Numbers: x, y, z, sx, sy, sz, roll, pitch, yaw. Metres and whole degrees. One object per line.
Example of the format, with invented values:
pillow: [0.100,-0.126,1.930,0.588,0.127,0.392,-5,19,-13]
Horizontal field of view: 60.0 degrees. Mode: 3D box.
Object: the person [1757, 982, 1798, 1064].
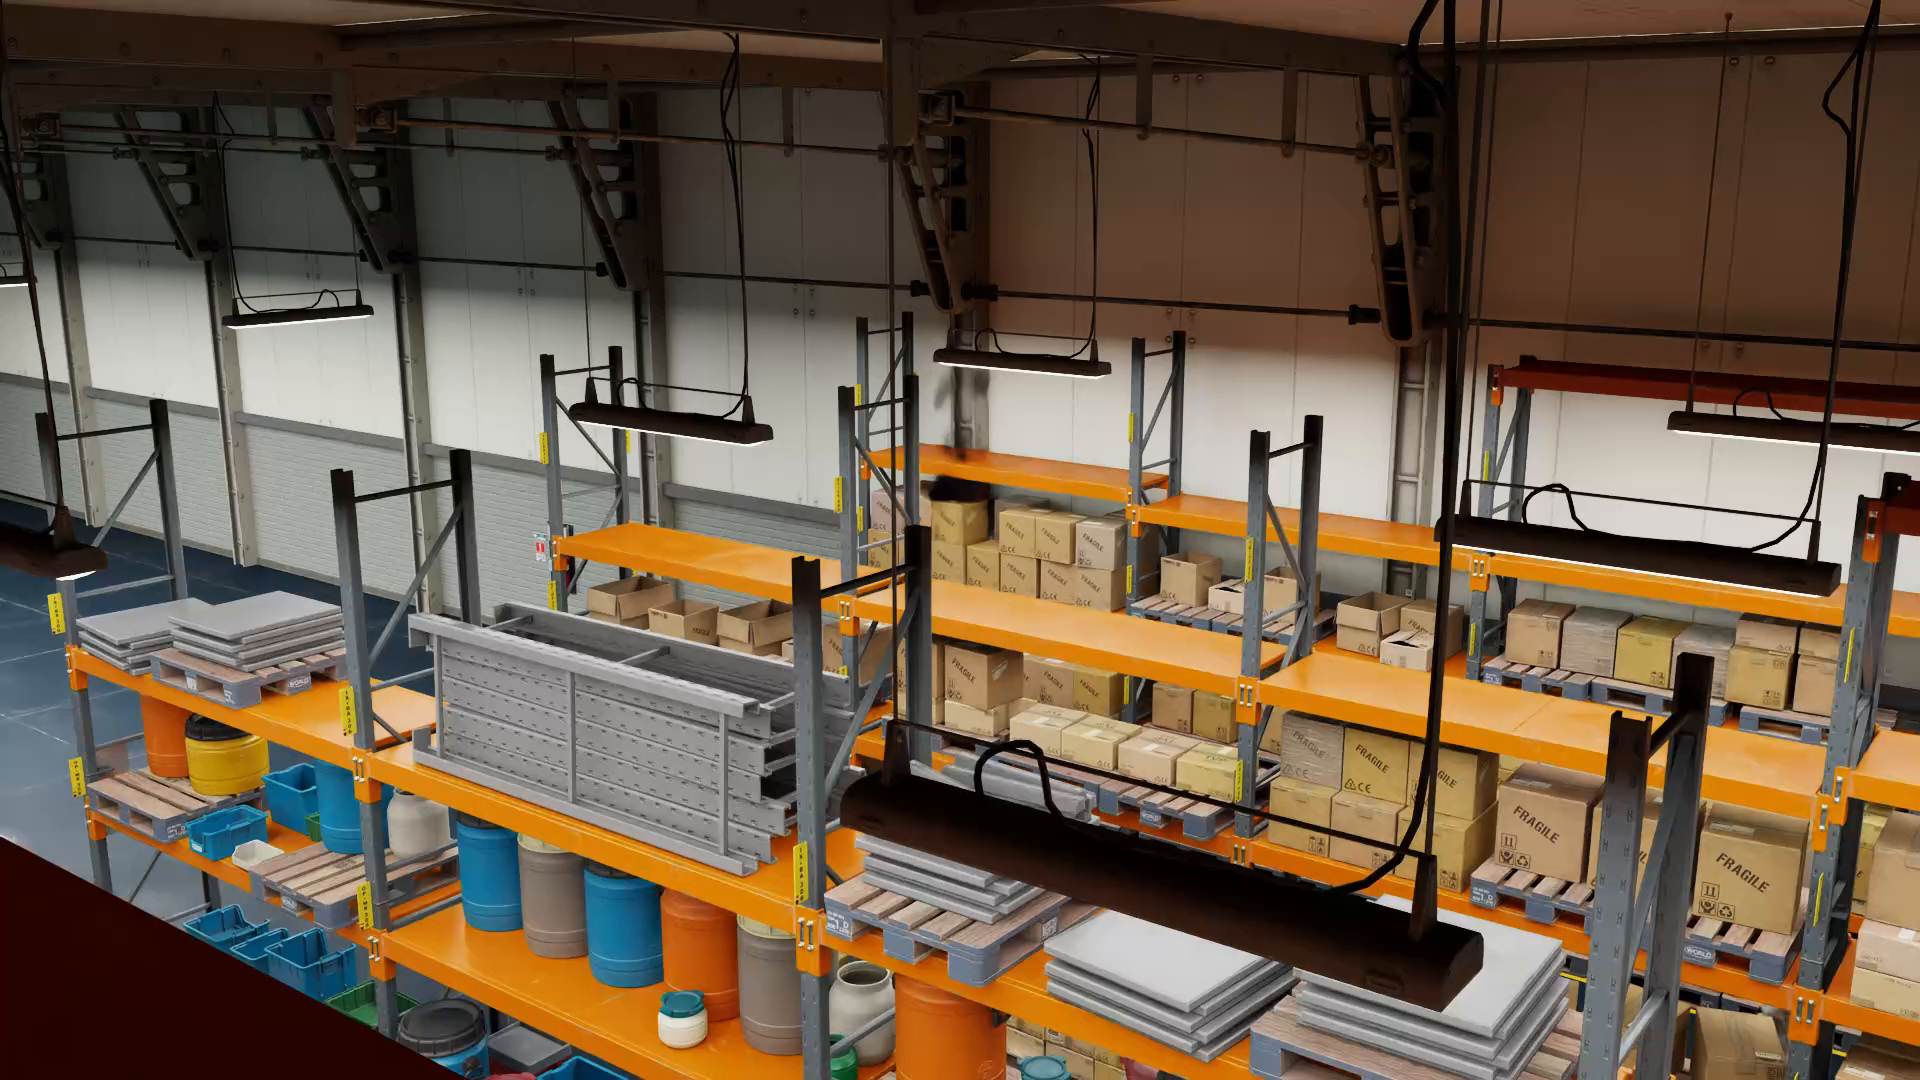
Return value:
person: [6.693,4.206,13.626,0.732,1.571,0.504,8,15,30]
